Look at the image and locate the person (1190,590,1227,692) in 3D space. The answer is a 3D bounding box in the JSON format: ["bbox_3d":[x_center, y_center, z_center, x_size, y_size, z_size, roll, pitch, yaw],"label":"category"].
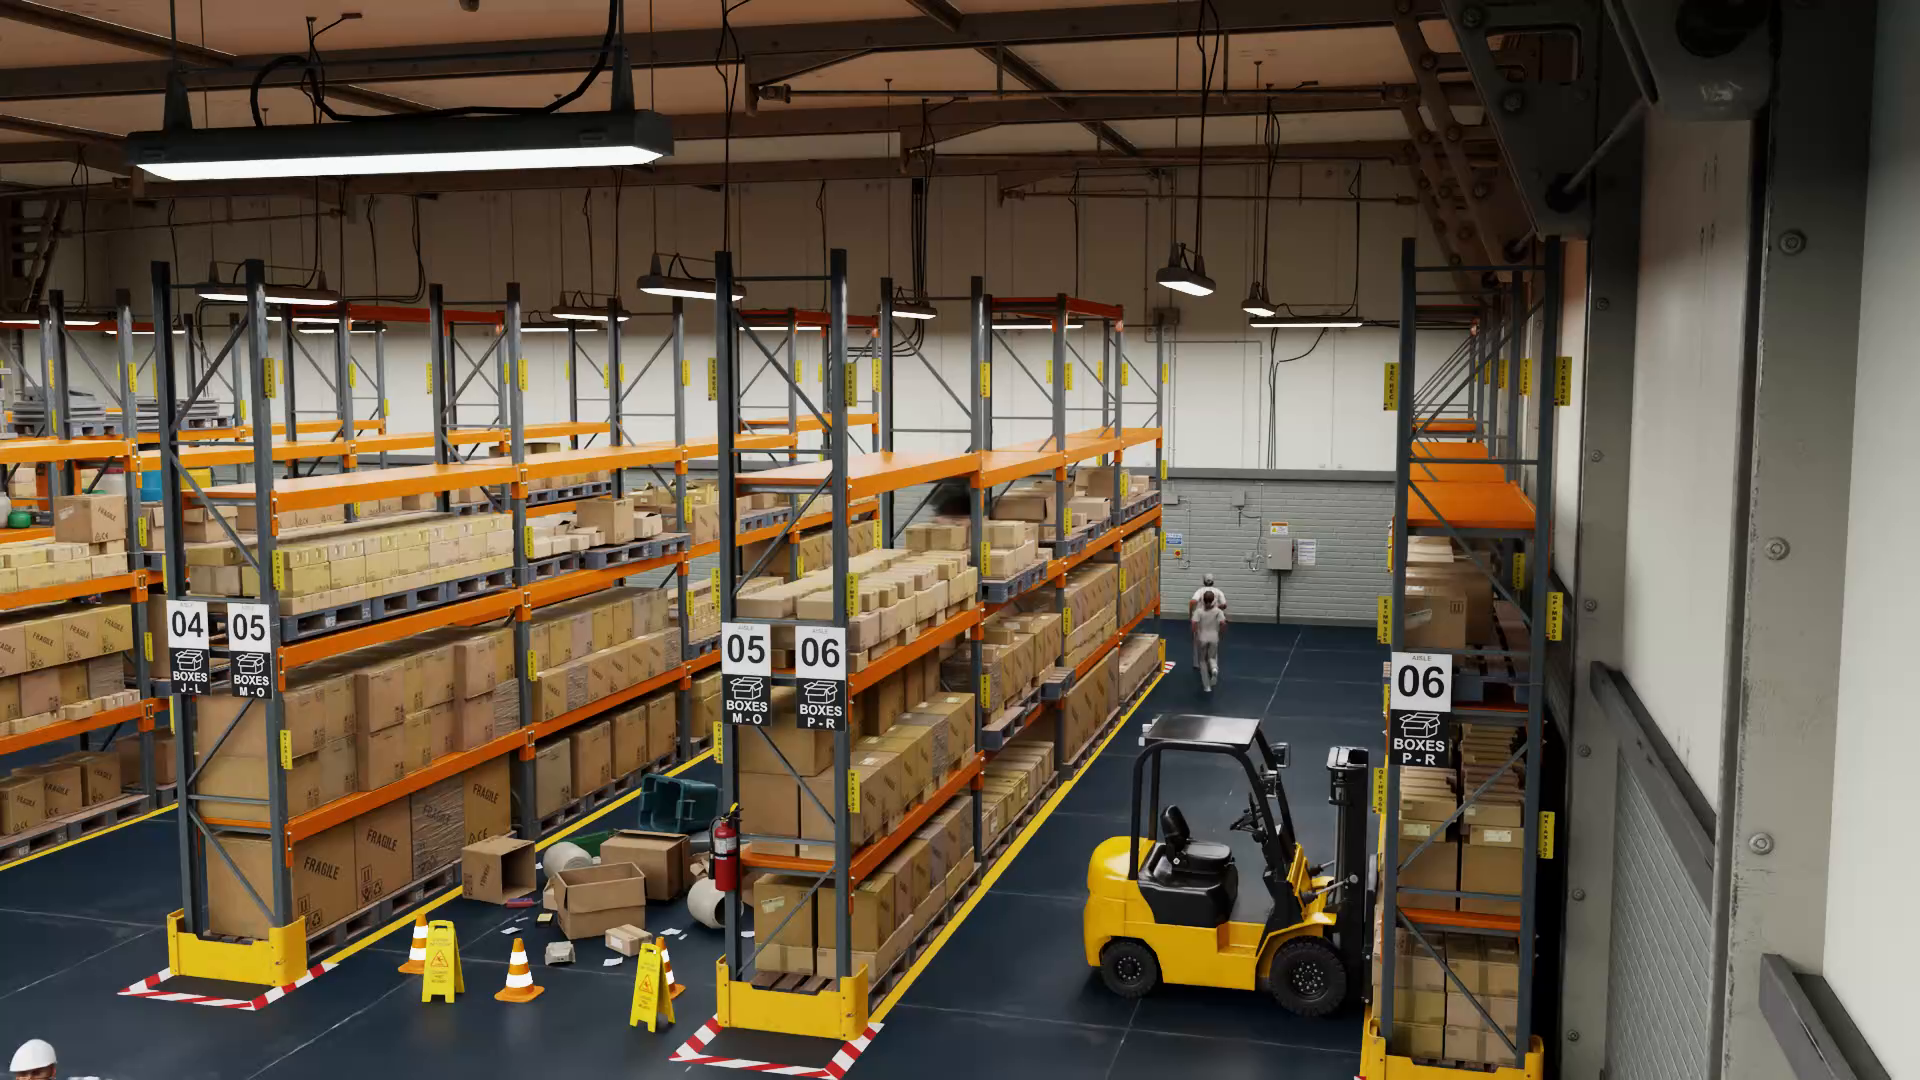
[{"bbox_3d":[3.903,1.599,26.160,0.565,1.626,0.573,0,6,0],"label":"person"}]

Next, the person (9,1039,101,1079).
[{"bbox_3d":[-4.636,3.398,8.495,0.708,1.808,0.898,-3,7,-23],"label":"person"}]

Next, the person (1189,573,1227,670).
[{"bbox_3d":[4.129,1.411,27.749,0.644,1.707,0.862,0,6,2],"label":"person"}]
